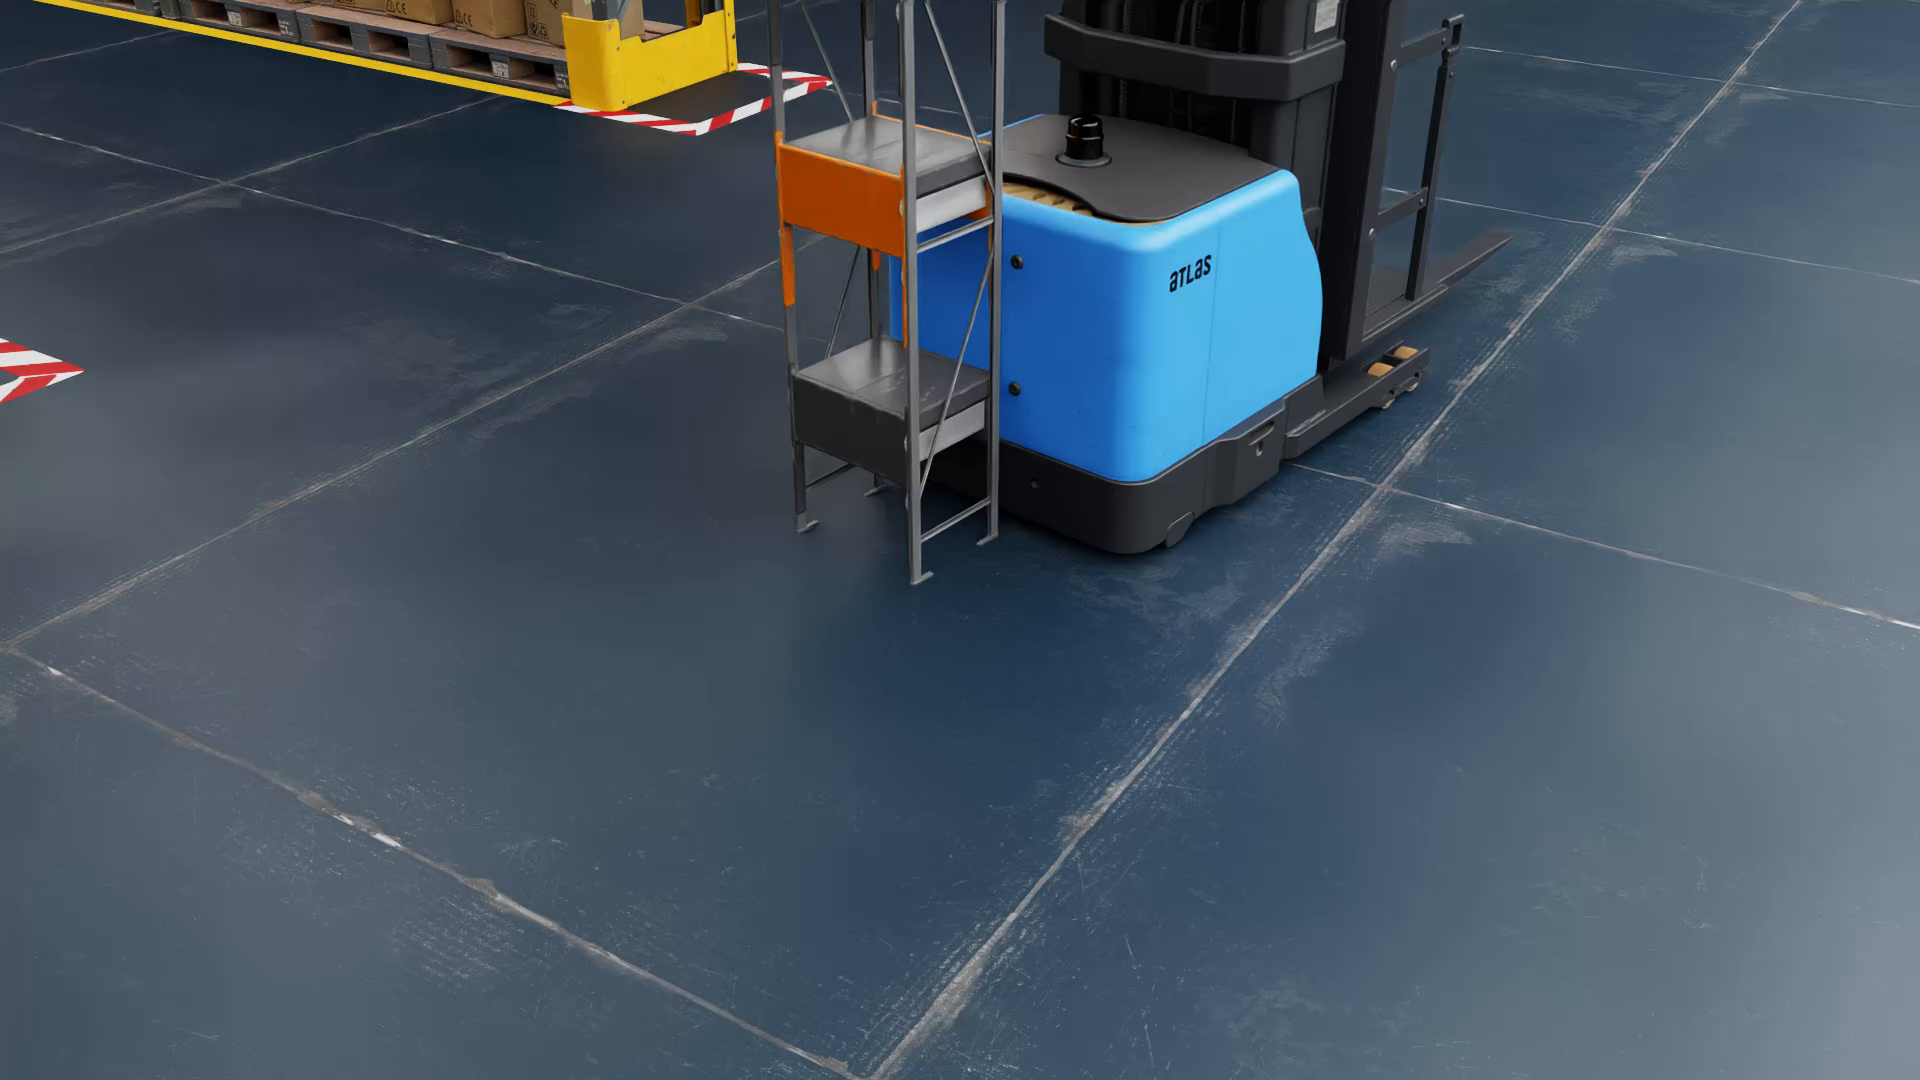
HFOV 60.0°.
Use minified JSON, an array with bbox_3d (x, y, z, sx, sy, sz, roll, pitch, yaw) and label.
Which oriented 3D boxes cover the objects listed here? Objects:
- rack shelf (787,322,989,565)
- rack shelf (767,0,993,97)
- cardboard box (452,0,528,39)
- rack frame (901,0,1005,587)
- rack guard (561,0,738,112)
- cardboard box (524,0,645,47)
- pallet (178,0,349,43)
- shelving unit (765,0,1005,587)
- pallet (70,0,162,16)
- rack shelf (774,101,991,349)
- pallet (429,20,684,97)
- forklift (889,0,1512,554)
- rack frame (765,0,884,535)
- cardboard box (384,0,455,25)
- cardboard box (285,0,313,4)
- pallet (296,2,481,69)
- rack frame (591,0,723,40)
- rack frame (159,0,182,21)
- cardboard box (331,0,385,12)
[{"bbox_3d":[-0.201,-0.307,5.108,0.480,0.518,0.431,23,37,34],"label":"rack shelf"},{"bbox_3d":[-0.201,-1.516,4.402,0.480,0.518,0.431,23,37,34],"label":"rack shelf"},{"bbox_3d":[-2.776,-3.399,10.163,0.500,0.500,0.500,-25,38,-36],"label":"cardboard box"},{"bbox_3d":[-0.015,-0.843,4.612,0.015,2.100,0.400,23,37,34],"label":"rack frame"},{"bbox_3d":[-1.796,-2.918,9.756,0.348,0.500,1.175,18,35,27],"label":"rack guard"},{"bbox_3d":[-2.252,-3.254,9.914,0.500,0.500,0.500,25,39,36],"label":"cardboard box"},{"bbox_3d":[-4.532,-3.680,11.348,1.213,0.211,1.003,18,35,27],"label":"pallet"},{"bbox_3d":[-0.201,-0.923,4.748,0.503,2.100,0.431,23,37,34],"label":"shelving unit"},{"bbox_3d":[-5.780,-4.052,11.987,1.213,0.211,1.003,18,35,27],"label":"pallet"},{"bbox_3d":[-0.201,-0.911,4.755,0.480,0.518,0.431,23,37,34],"label":"rack shelf"},{"bbox_3d":[-2.465,-3.026,10.227,1.213,0.211,1.003,18,35,27],"label":"pallet"},{"bbox_3d":[1.097,-1.891,5.583,1.130,2.935,3.031,23,37,34],"label":"forklift"},{"bbox_3d":[-0.387,-1.002,4.885,0.015,2.100,0.400,23,37,34],"label":"rack frame"},{"bbox_3d":[-3.296,-3.575,10.465,0.500,0.500,0.500,21,36,32],"label":"cardboard box"},{"bbox_3d":[-4.313,-3.876,10.981,0.500,0.500,0.500,-23,37,-33],"label":"cardboard box"},{"bbox_3d":[-3.495,-3.353,10.788,1.213,0.211,1.003,18,35,27],"label":"pallet"},{"bbox_3d":[-1.732,-3.977,9.091,0.127,3.000,1.000,18,35,27],"label":"rack frame"},{"bbox_3d":[-5.120,-5.049,10.928,0.127,3.000,1.000,18,35,27],"label":"rack frame"},{"bbox_3d":[-3.745,-3.743,10.754,0.500,0.500,0.500,14,33,23],"label":"cardboard box"}]
